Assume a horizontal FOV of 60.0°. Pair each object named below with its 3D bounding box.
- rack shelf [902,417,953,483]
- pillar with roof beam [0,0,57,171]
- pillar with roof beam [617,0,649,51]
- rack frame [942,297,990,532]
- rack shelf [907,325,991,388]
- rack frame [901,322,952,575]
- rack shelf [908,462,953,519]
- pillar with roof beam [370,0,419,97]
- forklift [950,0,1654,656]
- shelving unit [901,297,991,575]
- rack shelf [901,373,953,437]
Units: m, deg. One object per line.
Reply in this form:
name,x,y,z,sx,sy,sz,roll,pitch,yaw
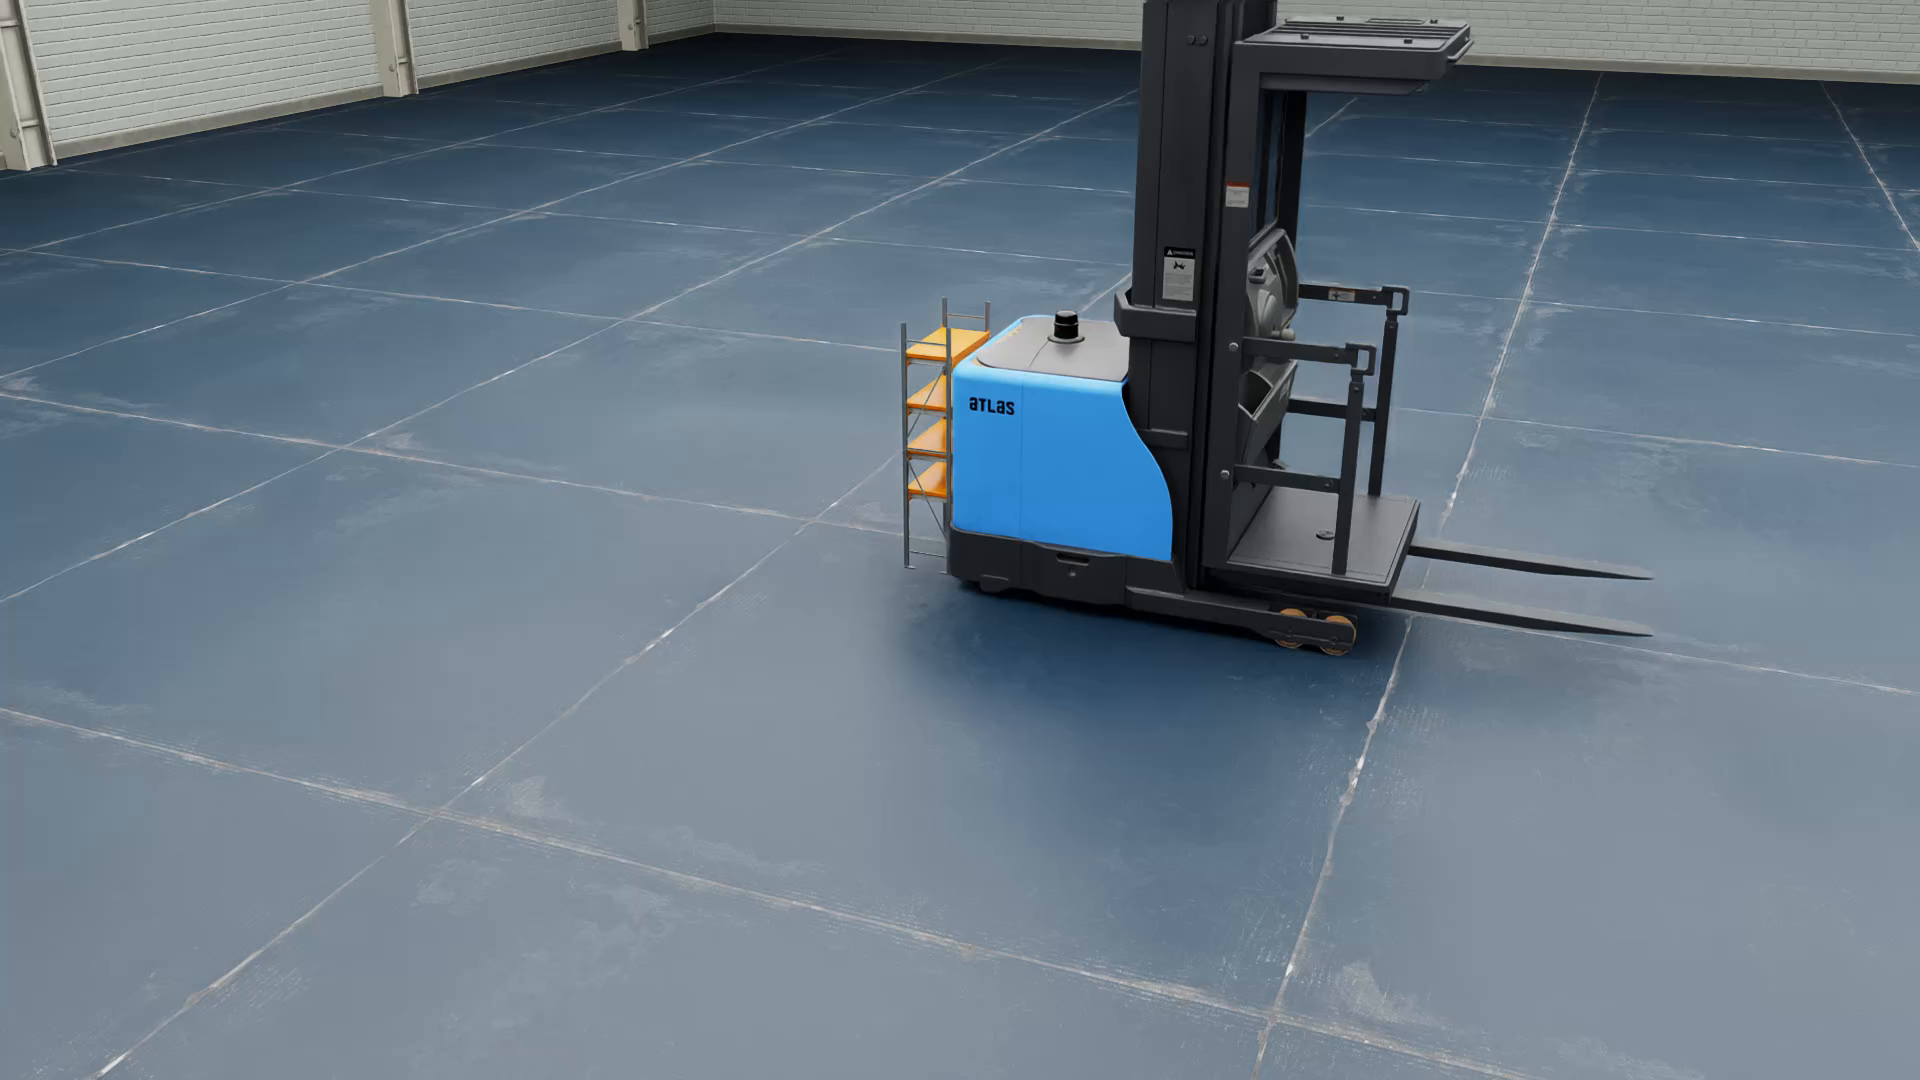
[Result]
rack shelf,-0.061,-0.432,7.903,0.258,0.148,0.480,9,24,20
pillar with roof beam,-5.962,-7.543,14.632,9.100,9.000,0.400,9,24,20
pillar with roof beam,-1.505,-11.837,24.913,9.100,9.000,0.400,9,24,20
rack frame,0.029,-0.582,8.086,0.240,1.200,0.015,9,24,20
rack shelf,-0.061,-0.857,7.725,0.258,0.148,0.480,9,24,20
rack frame,-0.152,-0.407,7.668,0.240,1.200,0.015,9,24,20
rack shelf,-0.061,-0.249,7.979,0.258,0.148,0.480,9,24,20
pillar with roof beam,-3.733,-9.690,19.773,9.100,9.000,0.400,9,24,20
forklift,1.523,-1.093,7.064,3.031,2.935,1.130,9,24,20
shelving unit,-0.061,-0.494,7.877,0.258,1.200,0.503,9,24,20
rack shelf,-0.061,-0.639,7.817,0.258,0.148,0.480,9,24,20
